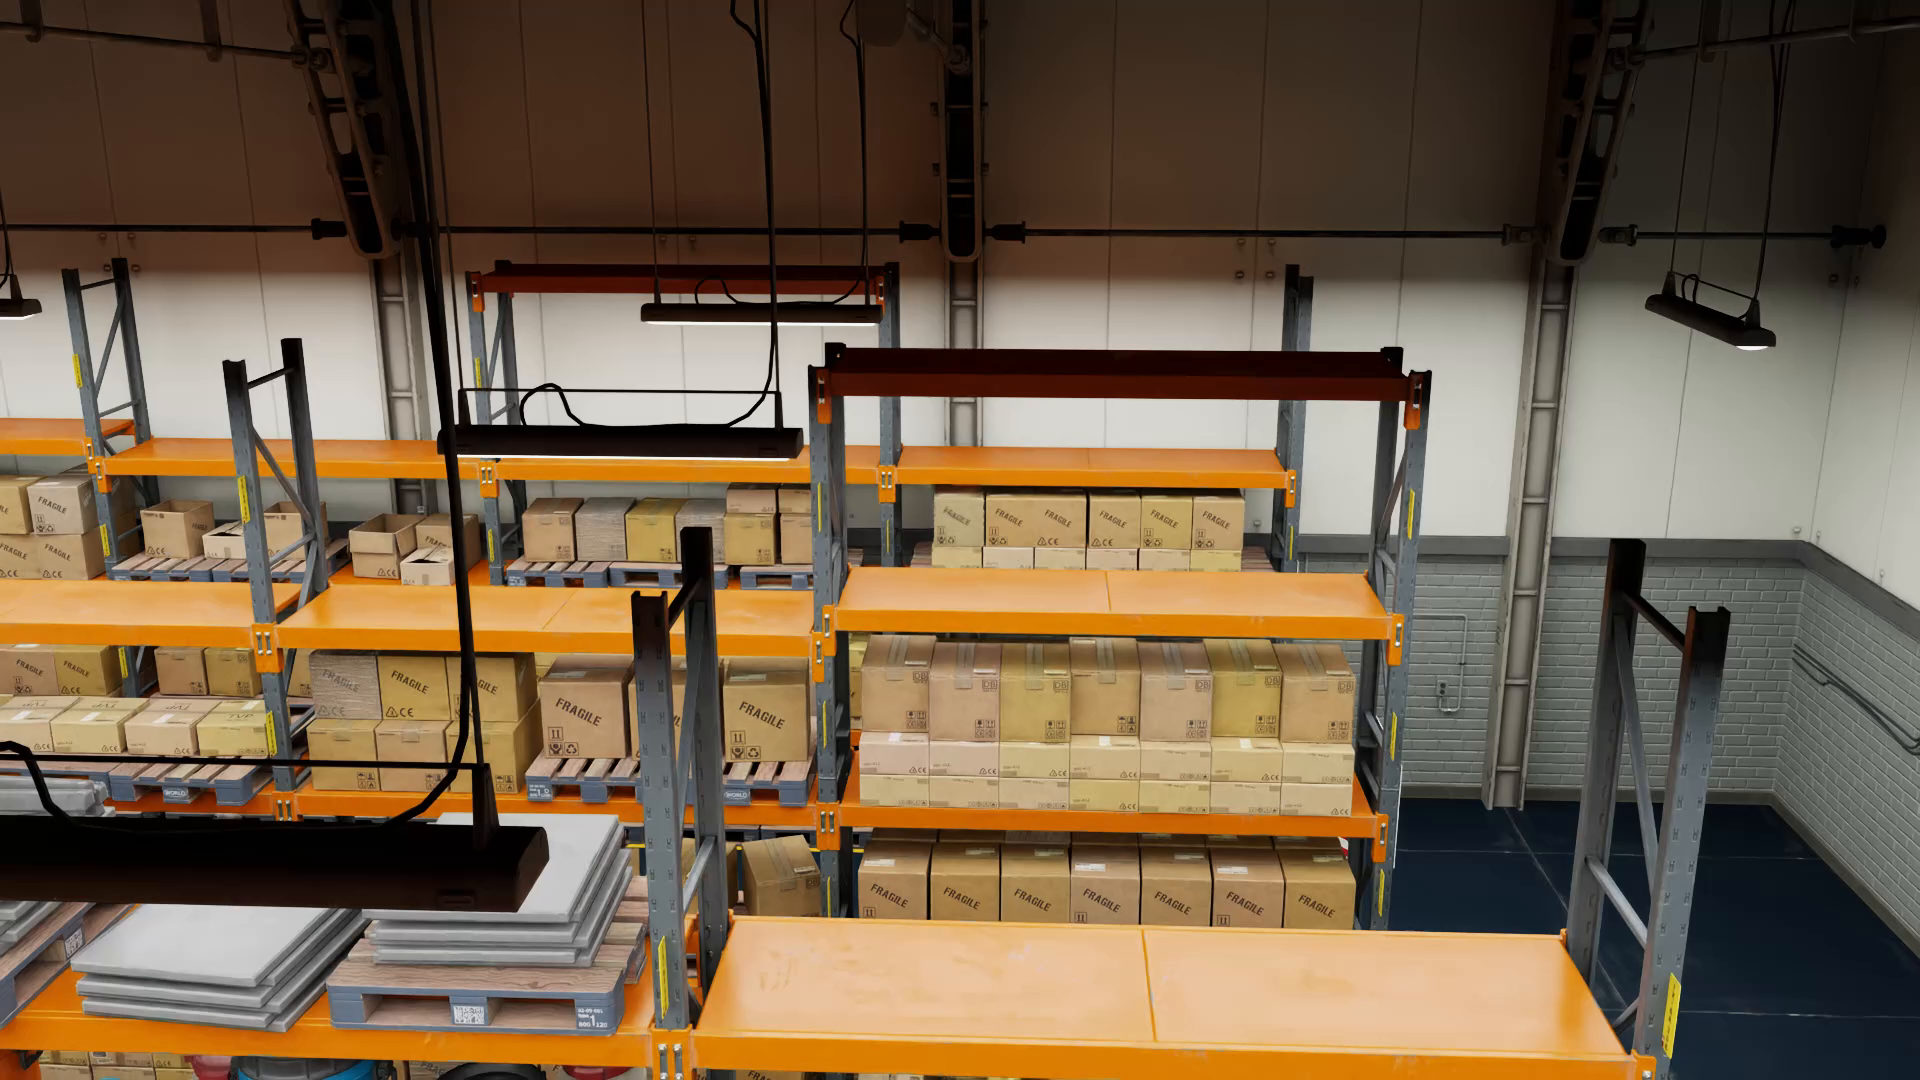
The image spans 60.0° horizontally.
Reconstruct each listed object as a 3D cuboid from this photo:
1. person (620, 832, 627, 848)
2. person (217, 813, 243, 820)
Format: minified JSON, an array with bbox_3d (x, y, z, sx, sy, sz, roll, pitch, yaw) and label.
[{"bbox_3d":[-3.149,3.171,14.567,0.659,1.827,0.651,5,17,16],"label":"person"},{"bbox_3d":[-6.362,3.158,14.819,0.540,1.645,0.554,5,17,18],"label":"person"}]
